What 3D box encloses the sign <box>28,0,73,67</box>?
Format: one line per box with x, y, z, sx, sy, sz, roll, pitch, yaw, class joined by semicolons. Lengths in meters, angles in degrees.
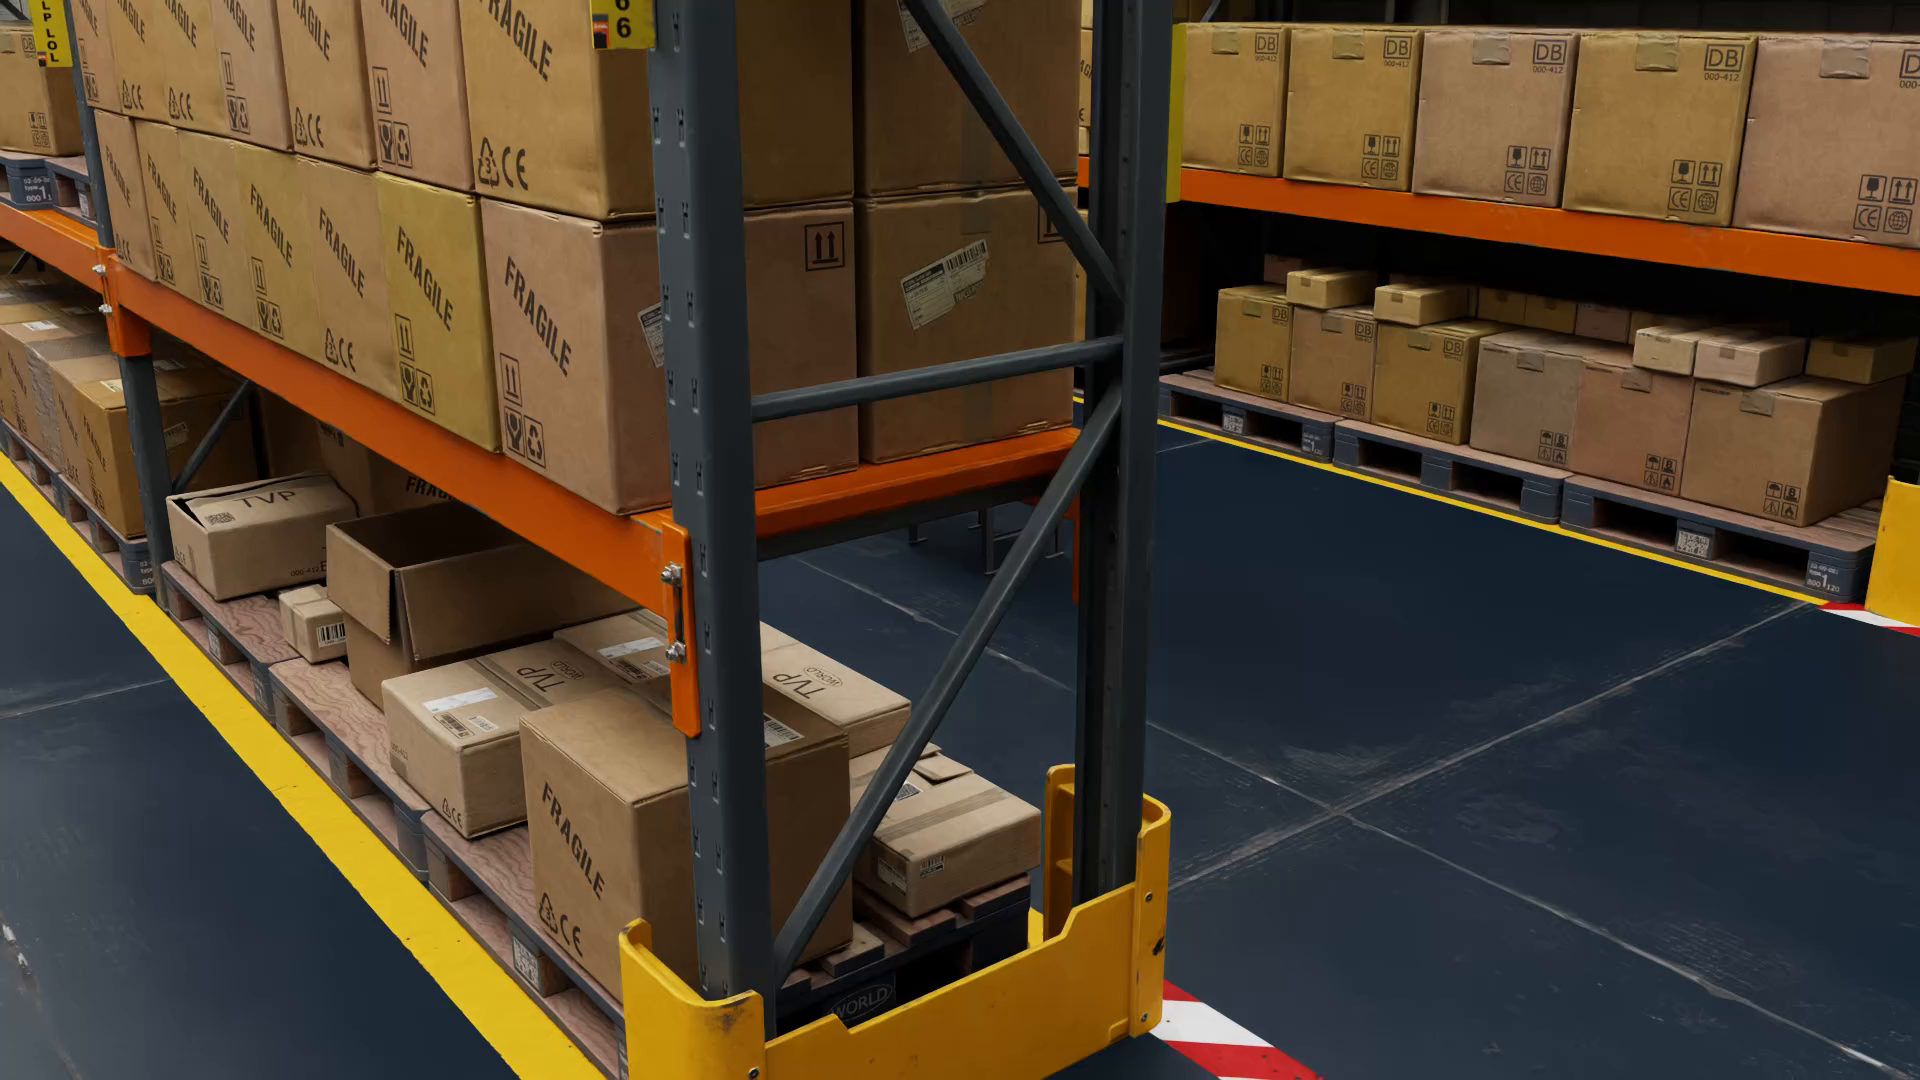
-2.960;-1.704;5.395;0.100;0.325;0.005;-14;23;-36;sign

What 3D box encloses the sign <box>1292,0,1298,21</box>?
1.787;-2.789;9.009;0.100;0.325;0.005;-14;23;-36;sign

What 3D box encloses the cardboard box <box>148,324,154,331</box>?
-3.595;-0.831;7.878;0.500;0.500;0.500;-15;24;-38;cardboard box

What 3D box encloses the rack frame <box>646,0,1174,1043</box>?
-0.044;-0.278;2.930;1.000;3.000;0.127;-14;23;-36;rack frame

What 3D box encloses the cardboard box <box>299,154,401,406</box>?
-1.166;-0.634;3.846;0.500;0.500;0.500;-14;23;-36;cardboard box

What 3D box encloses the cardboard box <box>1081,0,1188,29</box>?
0.863;-2.851;8.843;0.500;0.250;0.500;-13;23;-35;cardboard box

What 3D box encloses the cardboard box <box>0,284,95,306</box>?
-4.623;-0.976;8.314;0.500;0.500;0.500;-15;24;-38;cardboard box

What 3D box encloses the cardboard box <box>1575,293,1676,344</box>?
2.929;-0.977;7.317;0.380;0.149;0.250;-14;23;-35;cardboard box

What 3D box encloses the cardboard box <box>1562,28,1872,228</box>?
3.052;-1.689;6.714;0.980;0.700;0.700;-14;23;-37;cardboard box

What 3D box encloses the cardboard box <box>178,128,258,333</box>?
-1.795;-0.883;4.599;0.500;0.500;0.500;-14;23;-36;cardboard box

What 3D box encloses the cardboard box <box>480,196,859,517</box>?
-0.535;-0.383;3.087;0.500;0.500;0.500;-13;22;-34;cardboard box

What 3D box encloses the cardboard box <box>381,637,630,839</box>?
-1.141;0.493;4.277;0.500;0.250;0.500;-14;23;-36;cardboard box

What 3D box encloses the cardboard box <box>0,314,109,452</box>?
-3.988;-0.724;7.552;0.500;0.500;0.500;-15;23;-38;cardboard box

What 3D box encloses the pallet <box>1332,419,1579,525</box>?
2.526;-0.404;7.747;1.003;0.211;1.213;-14;23;-36;pallet

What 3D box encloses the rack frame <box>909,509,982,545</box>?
-0.049;-1.016;6.591;0.400;2.100;0.015;-14;23;-36;rack frame

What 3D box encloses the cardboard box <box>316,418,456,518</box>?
-1.951;-0.201;5.974;0.500;0.500;0.500;-14;23;-36;cardboard box

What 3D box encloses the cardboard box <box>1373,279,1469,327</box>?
2.131;-1.099;7.687;0.380;0.149;0.250;-15;23;-38;cardboard box

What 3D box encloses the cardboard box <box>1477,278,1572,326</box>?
2.613;-1.102;7.696;0.380;0.149;0.250;-14;23;-37;cardboard box

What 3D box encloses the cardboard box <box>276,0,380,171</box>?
-1.176;-1.107;3.685;0.500;0.500;0.500;-13;22;-35;cardboard box

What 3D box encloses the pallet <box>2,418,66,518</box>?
-3.824;-0.434;7.837;1.003;0.211;1.213;-14;23;-36;pallet

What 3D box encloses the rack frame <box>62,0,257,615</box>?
-2.528;-1.264;5.907;1.000;3.000;0.127;-14;23;-36;rack frame

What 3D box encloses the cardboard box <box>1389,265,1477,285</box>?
2.296;-1.228;8.076;0.380;0.149;0.250;-15;23;-38;cardboard box

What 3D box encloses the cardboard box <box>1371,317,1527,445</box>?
2.363;-0.789;7.780;0.700;0.500;0.500;-13;23;-35;cardboard box

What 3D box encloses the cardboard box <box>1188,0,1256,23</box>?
1.272;-2.950;9.142;0.500;0.250;0.500;-13;22;-34;cardboard box

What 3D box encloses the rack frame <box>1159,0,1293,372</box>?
1.353;-2.231;8.830;1.000;3.000;0.127;-14;23;-36;rack frame

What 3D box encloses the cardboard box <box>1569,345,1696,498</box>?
3.013;-0.535;7.014;0.700;0.500;0.500;-14;23;-36;cardboard box

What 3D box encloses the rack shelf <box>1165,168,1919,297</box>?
2.595;-1.397;7.454;1.077;0.370;4.000;-14;23;-36;rack shelf

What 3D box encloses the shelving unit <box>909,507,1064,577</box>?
0.103;-0.956;6.409;0.431;2.100;0.503;-14;23;-36;shelving unit

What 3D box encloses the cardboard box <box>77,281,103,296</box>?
-4.208;-1.430;8.492;0.500;0.250;0.500;-13;22;-34;cardboard box

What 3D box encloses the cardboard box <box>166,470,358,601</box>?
-2.437;-0.050;5.821;0.500;0.311;0.500;-14;23;-36;cardboard box

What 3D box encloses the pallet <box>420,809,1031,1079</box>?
-0.587;0.831;4.018;1.003;0.211;1.213;-14;23;-36;pallet

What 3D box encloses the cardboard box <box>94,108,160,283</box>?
-2.425;-1.132;5.351;0.500;0.500;0.500;-13;22;-35;cardboard box

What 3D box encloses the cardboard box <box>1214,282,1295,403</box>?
1.737;-1.040;8.540;0.700;0.500;0.500;-14;23;-35;cardboard box

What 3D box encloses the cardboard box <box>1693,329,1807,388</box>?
3.101;-0.715;6.528;0.380;0.149;0.250;-14;23;-37;cardboard box

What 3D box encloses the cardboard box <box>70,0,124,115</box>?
-2.456;-1.615;5.218;0.500;0.500;0.500;-13;22;-35;cardboard box

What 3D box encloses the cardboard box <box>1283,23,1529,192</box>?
2.126;-2.056;7.823;0.980;0.700;0.700;-15;23;-37;cardboard box

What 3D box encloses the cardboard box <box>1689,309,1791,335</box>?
3.243;-0.852;6.941;0.380;0.149;0.250;-14;23;-36;cardboard box

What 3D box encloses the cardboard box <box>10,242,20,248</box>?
-5.439;-1.724;10.110;0.500;0.311;0.500;-15;23;-37;cardboard box

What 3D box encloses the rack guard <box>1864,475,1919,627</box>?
3.852;-0.053;6.228;1.175;0.500;0.348;-14;23;-36;rack guard

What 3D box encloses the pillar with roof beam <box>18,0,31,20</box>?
-23.261;-13.106;32.128;9.100;9.000;0.400;-14;23;-36;pillar with roof beam

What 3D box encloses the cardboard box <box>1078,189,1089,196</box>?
0.294;-1.764;10.168;0.750;0.750;0.750;-13;22;-34;cardboard box

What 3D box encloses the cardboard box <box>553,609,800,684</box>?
-0.780;0.383;4.609;0.500;0.250;0.500;-14;23;-36;cardboard box

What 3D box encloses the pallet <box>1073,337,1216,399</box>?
0.815;-1.083;9.798;1.003;0.211;1.213;-14;23;-36;pallet

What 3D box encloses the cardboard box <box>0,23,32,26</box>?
-4.114;-2.100;7.607;0.700;0.500;0.500;-9;20;-26;cardboard box

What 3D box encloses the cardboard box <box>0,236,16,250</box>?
-5.857;-1.617;9.789;0.500;0.311;0.500;-14;23;-37;cardboard box

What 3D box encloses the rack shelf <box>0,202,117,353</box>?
-3.769;-1.415;7.508;1.077;0.370;4.000;-14;23;-36;rack shelf

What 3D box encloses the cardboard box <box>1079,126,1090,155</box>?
0.746;-2.207;9.124;0.380;0.149;0.250;-13;23;-35;cardboard box

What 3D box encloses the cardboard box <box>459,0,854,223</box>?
-0.536;-0.856;2.927;0.500;0.500;0.500;-14;23;-37;cardboard box

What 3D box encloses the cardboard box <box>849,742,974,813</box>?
-0.190;0.626;4.007;0.380;0.166;0.250;-14;23;-36;cardboard box

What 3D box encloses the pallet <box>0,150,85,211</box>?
-3.800;-1.680;7.469;1.003;0.211;1.213;-14;23;-36;pallet

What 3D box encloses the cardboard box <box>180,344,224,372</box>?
-2.977;-0.582;7.125;0.500;0.500;0.500;-14;23;-35;cardboard box

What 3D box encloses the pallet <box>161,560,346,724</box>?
-2.102;0.230;5.834;1.003;0.211;1.213;-14;23;-36;pallet

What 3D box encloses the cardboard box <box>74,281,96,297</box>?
-4.246;-1.087;8.650;0.500;0.500;0.500;-13;22;-34;cardboard box

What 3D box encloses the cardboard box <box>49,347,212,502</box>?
-3.359;-0.475;6.802;0.500;0.500;0.500;-14;23;-36;cardboard box

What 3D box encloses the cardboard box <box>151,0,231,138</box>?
-1.816;-1.361;4.451;0.500;0.500;0.500;-15;23;-38;cardboard box

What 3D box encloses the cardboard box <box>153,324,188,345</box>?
-3.258;-1.055;7.361;0.500;0.250;0.500;-14;23;-36;cardboard box
